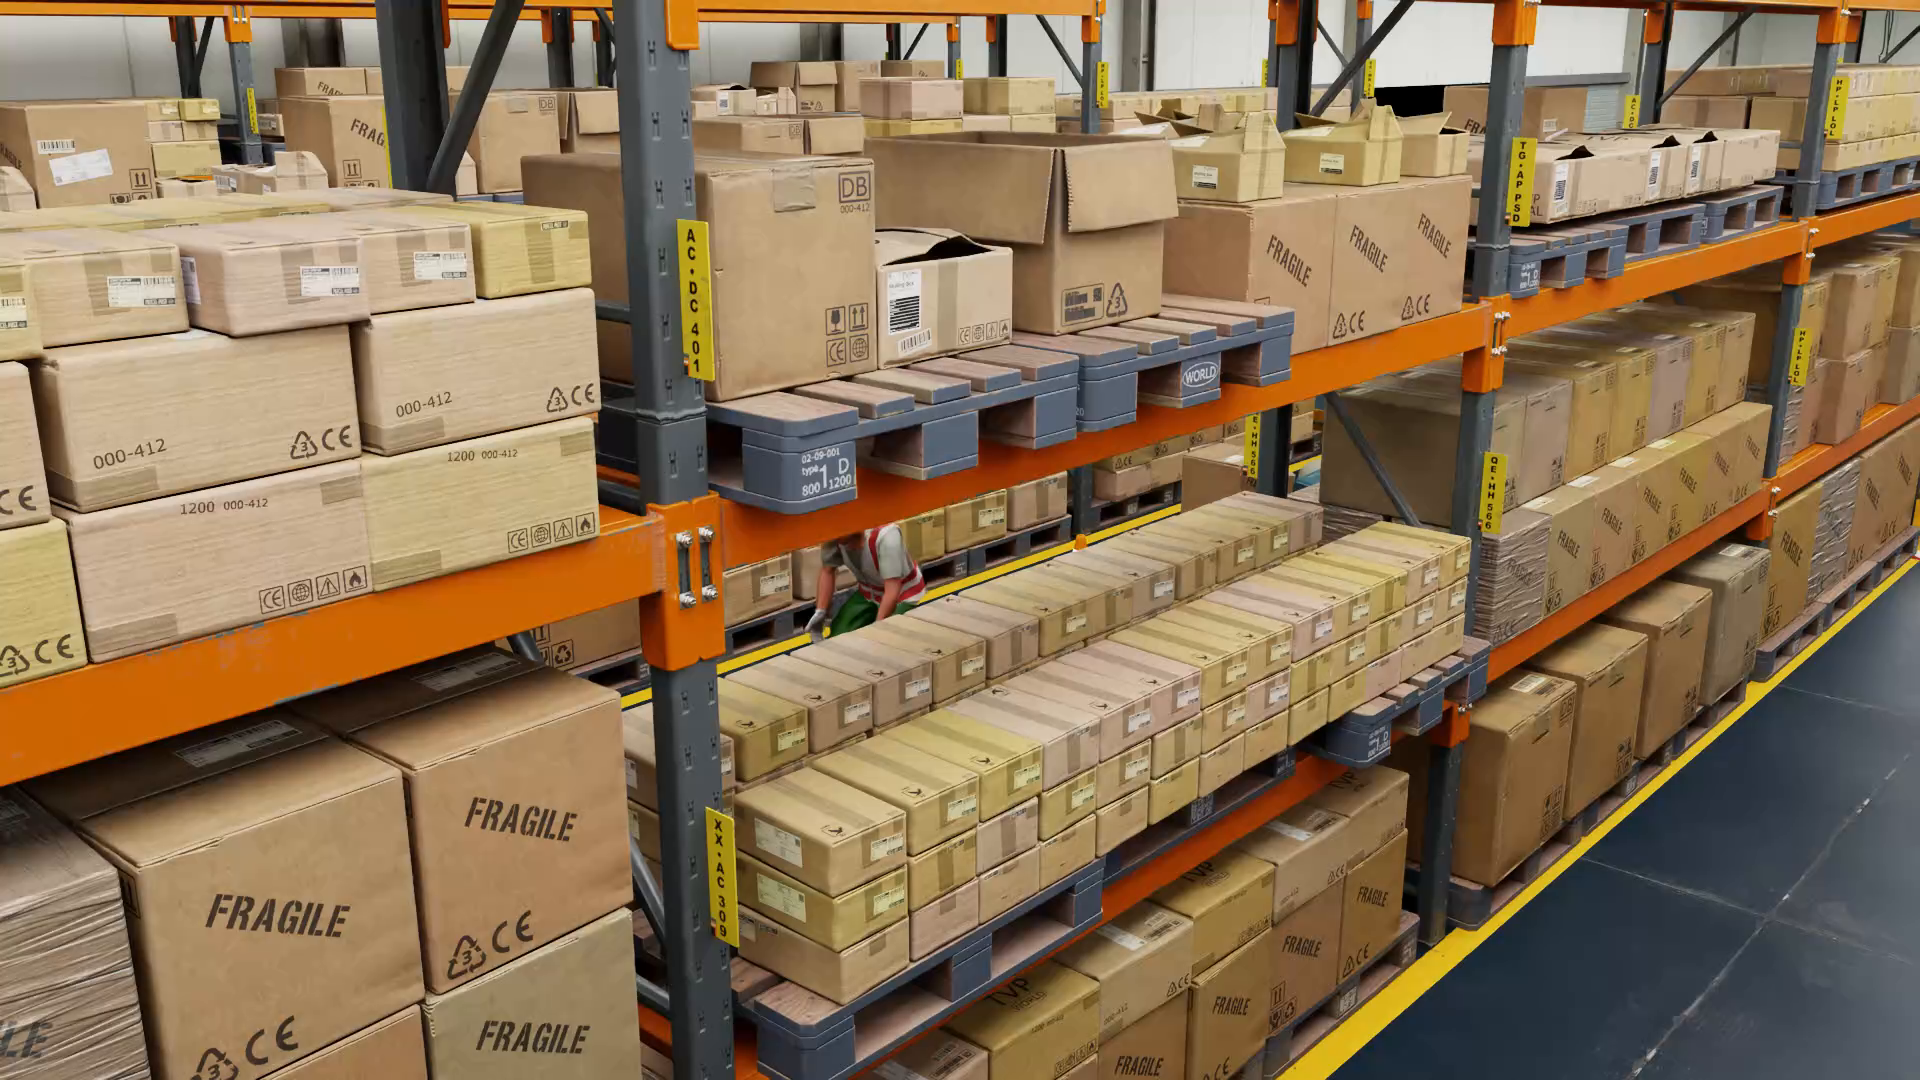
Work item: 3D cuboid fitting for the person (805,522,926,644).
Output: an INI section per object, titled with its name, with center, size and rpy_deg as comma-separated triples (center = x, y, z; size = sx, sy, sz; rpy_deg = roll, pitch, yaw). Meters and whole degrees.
[person]
center = -0.507, 0.388, 9.315
size = 0.583, 1.442, 0.750
rpy_deg = 14, 22, 40
